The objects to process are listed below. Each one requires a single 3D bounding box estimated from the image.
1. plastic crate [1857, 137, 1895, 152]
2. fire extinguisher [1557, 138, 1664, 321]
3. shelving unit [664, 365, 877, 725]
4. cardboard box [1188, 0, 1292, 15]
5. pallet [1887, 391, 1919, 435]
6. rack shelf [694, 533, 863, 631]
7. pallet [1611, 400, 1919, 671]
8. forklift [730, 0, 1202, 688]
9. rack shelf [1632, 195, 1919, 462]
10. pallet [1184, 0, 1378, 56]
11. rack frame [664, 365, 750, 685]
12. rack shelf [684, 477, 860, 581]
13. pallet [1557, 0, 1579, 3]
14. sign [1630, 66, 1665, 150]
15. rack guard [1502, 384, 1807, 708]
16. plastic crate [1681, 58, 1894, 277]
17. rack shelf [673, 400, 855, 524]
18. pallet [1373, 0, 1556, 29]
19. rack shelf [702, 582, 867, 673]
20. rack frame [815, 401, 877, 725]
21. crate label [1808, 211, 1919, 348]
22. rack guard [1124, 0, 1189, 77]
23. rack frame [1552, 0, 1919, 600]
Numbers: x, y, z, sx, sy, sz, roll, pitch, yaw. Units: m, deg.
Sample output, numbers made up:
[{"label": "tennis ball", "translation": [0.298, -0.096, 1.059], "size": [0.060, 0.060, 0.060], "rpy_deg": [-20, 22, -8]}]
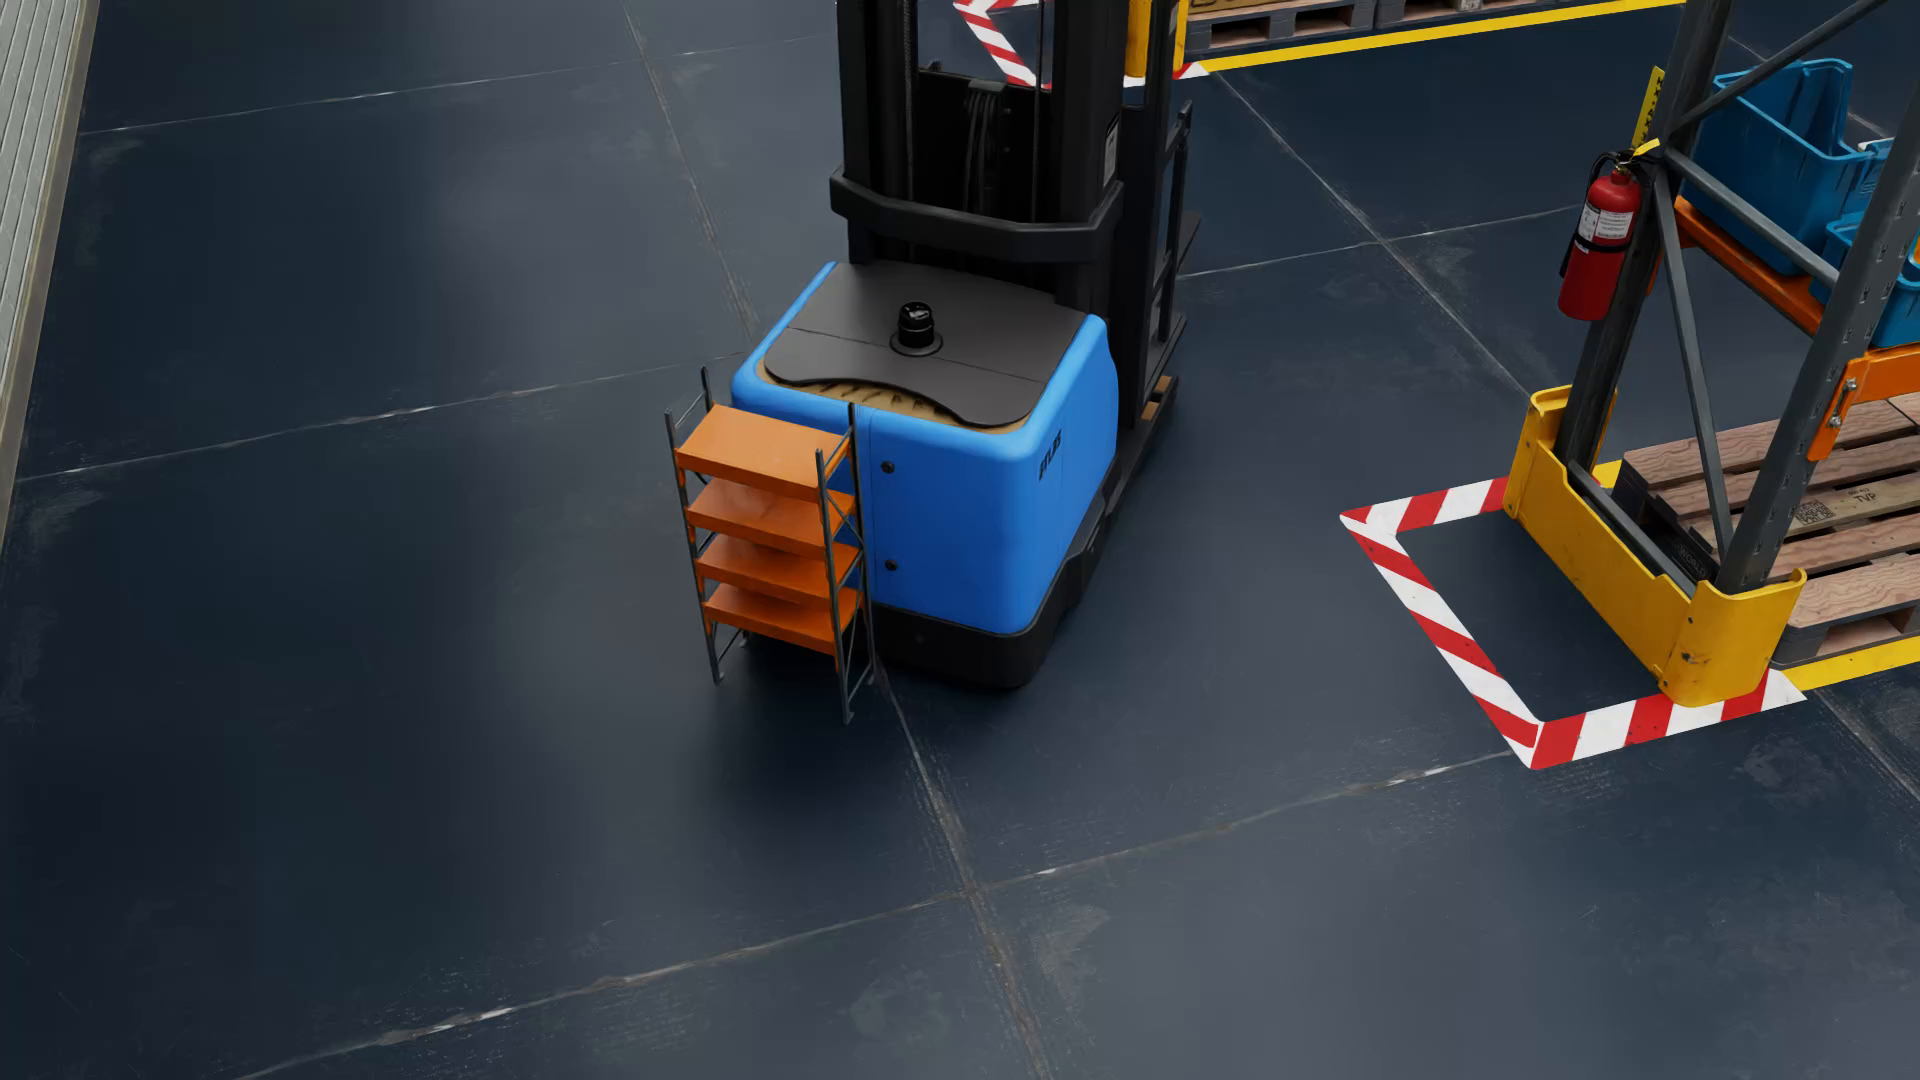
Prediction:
[{"label": "plastic crate", "translation": [3.151, -1.165, 5.459], "size": [0.243, 0.136, 0.396], "rpy_deg": [-12, 42, -13]}, {"label": "fire extinguisher", "translation": [2.148, -1.053, 5.517], "size": [0.183, 0.674, 0.296], "rpy_deg": [-12, 42, -13]}, {"label": "shelving unit", "translation": [-0.574, 0.045, 5.276], "size": [0.503, 1.200, 0.258], "rpy_deg": [15, 46, 16]}, {"label": "cardboard box", "translation": [1.527, -3.610, 9.398], "size": [0.875, 0.875, 0.875], "rpy_deg": [-12, 42, -13]}, {"label": "pallet", "translation": [4.388, -0.294, 6.426], "size": [1.213, 0.211, 1.003], "rpy_deg": [-12, 42, -13]}, {"label": "rack shelf", "translation": [-0.573, 0.094, 5.323], "size": [0.480, 0.148, 0.258], "rpy_deg": [15, 46, 16]}, {"label": "pallet", "translation": [3.226, -0.056, 6.153], "size": [1.213, 0.211, 1.003], "rpy_deg": [-12, 42, -13]}, {"label": "forklift", "translation": [0.255, -1.587, 5.839], "size": [1.130, 2.935, 3.031], "rpy_deg": [14, 43, 15]}, {"label": "rack shelf", "translation": [4.336, -1.091, 5.766], "size": [4.000, 0.370, 1.077], "rpy_deg": [-12, 42, -13]}, {"label": "pallet", "translation": [1.679, -3.232, 9.789], "size": [1.213, 0.211, 1.003], "rpy_deg": [-12, 42, -13]}, {"label": "rack frame", "translation": [-0.800, -0.015, 5.345], "size": [0.015, 1.200, 0.240], "rpy_deg": [15, 46, 16]}, {"label": "rack shelf", "translation": [-0.577, -0.067, 5.168], "size": [0.480, 0.148, 0.258], "rpy_deg": [15, 46, 16]}, {"label": "pallet", "translation": [4.007, -3.714, 10.341], "size": [1.213, 0.211, 1.003], "rpy_deg": [-12, 42, -13]}, {"label": "sign", "translation": [2.247, -1.370, 5.415], "size": [0.005, 0.325, 0.100], "rpy_deg": [-12, 42, -13]}, {"label": "rack guard", "translation": [2.409, -0.013, 5.885], "size": [0.348, 0.500, 1.175], "rpy_deg": [-12, 42, -13]}, {"label": "plastic crate", "translation": [2.691, -1.186, 5.255], "size": [0.499, 0.435, 0.616], "rpy_deg": [-12, 42, -13]}, {"label": "rack shelf", "translation": [-0.582, -0.238, 5.004], "size": [0.480, 0.148, 0.258], "rpy_deg": [15, 46, 16]}, {"label": "pallet", "translation": [2.841, -3.471, 10.062], "size": [1.213, 0.211, 1.003], "rpy_deg": [-12, 42, -13]}, {"label": "rack shelf", "translation": [-0.569, 0.237, 5.460], "size": [0.480, 0.148, 0.258], "rpy_deg": [15, 46, 16]}, {"label": "rack frame", "translation": [-0.348, 0.106, 5.207], "size": [0.015, 1.200, 0.240], "rpy_deg": [15, 46, 16]}, {"label": "crate label", "translation": [2.762, -0.769, 4.932], "size": [0.303, 0.233, 0.416], "rpy_deg": [-12, 42, -13]}, {"label": "rack guard", "translation": [0.917, -3.129, 9.452], "size": [0.348, 0.500, 1.175], "rpy_deg": [-12, 42, -13]}, {"label": "rack frame", "translation": [2.428, -0.967, 5.077], "size": [0.127, 3.000, 1.000], "rpy_deg": [-12, 42, -13]}]
